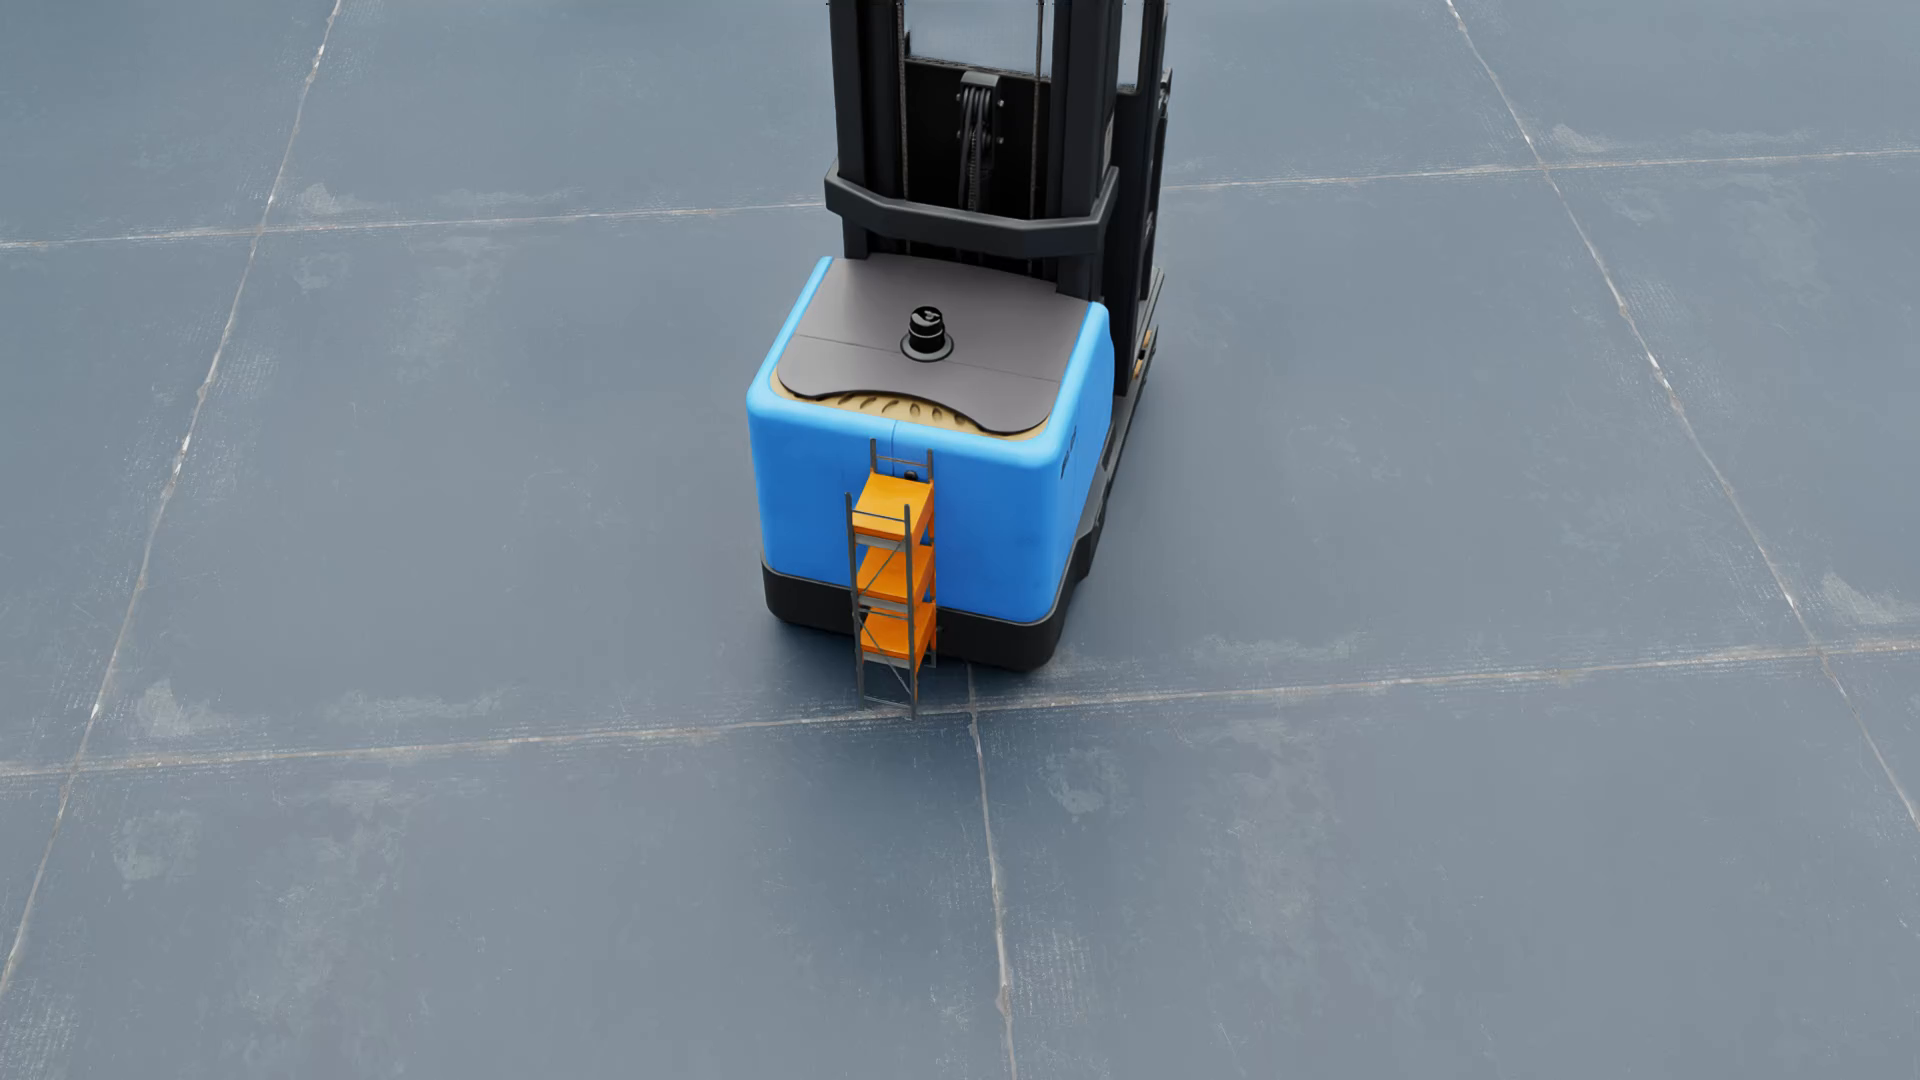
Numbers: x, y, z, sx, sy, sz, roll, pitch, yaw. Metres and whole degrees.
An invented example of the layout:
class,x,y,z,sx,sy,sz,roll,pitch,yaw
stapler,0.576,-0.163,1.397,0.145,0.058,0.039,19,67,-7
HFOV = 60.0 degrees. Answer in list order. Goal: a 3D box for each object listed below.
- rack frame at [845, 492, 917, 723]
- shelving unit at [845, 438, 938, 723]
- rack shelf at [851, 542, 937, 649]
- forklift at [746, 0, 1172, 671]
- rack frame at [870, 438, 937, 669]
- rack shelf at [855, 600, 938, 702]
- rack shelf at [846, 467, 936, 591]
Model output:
class,x,y,z,sx,sy,sz,roll,pitch,yaw
rack frame,-0.244,0.239,5.301,0.200,1.050,0.008,11,48,11
shelving unit,-0.212,0.154,5.381,0.215,1.050,0.252,11,48,11
rack shelf,-0.212,0.161,5.389,0.215,0.259,0.240,11,48,11
forklift,0.192,-1.651,5.795,1.130,2.935,3.031,11,48,11
rack frame,-0.179,0.068,5.462,0.200,1.050,0.008,11,48,11
rack shelf,-0.212,0.352,5.591,0.215,0.259,0.240,11,48,11
rack shelf,-0.212,-0.034,5.183,0.215,0.259,0.240,11,48,11
